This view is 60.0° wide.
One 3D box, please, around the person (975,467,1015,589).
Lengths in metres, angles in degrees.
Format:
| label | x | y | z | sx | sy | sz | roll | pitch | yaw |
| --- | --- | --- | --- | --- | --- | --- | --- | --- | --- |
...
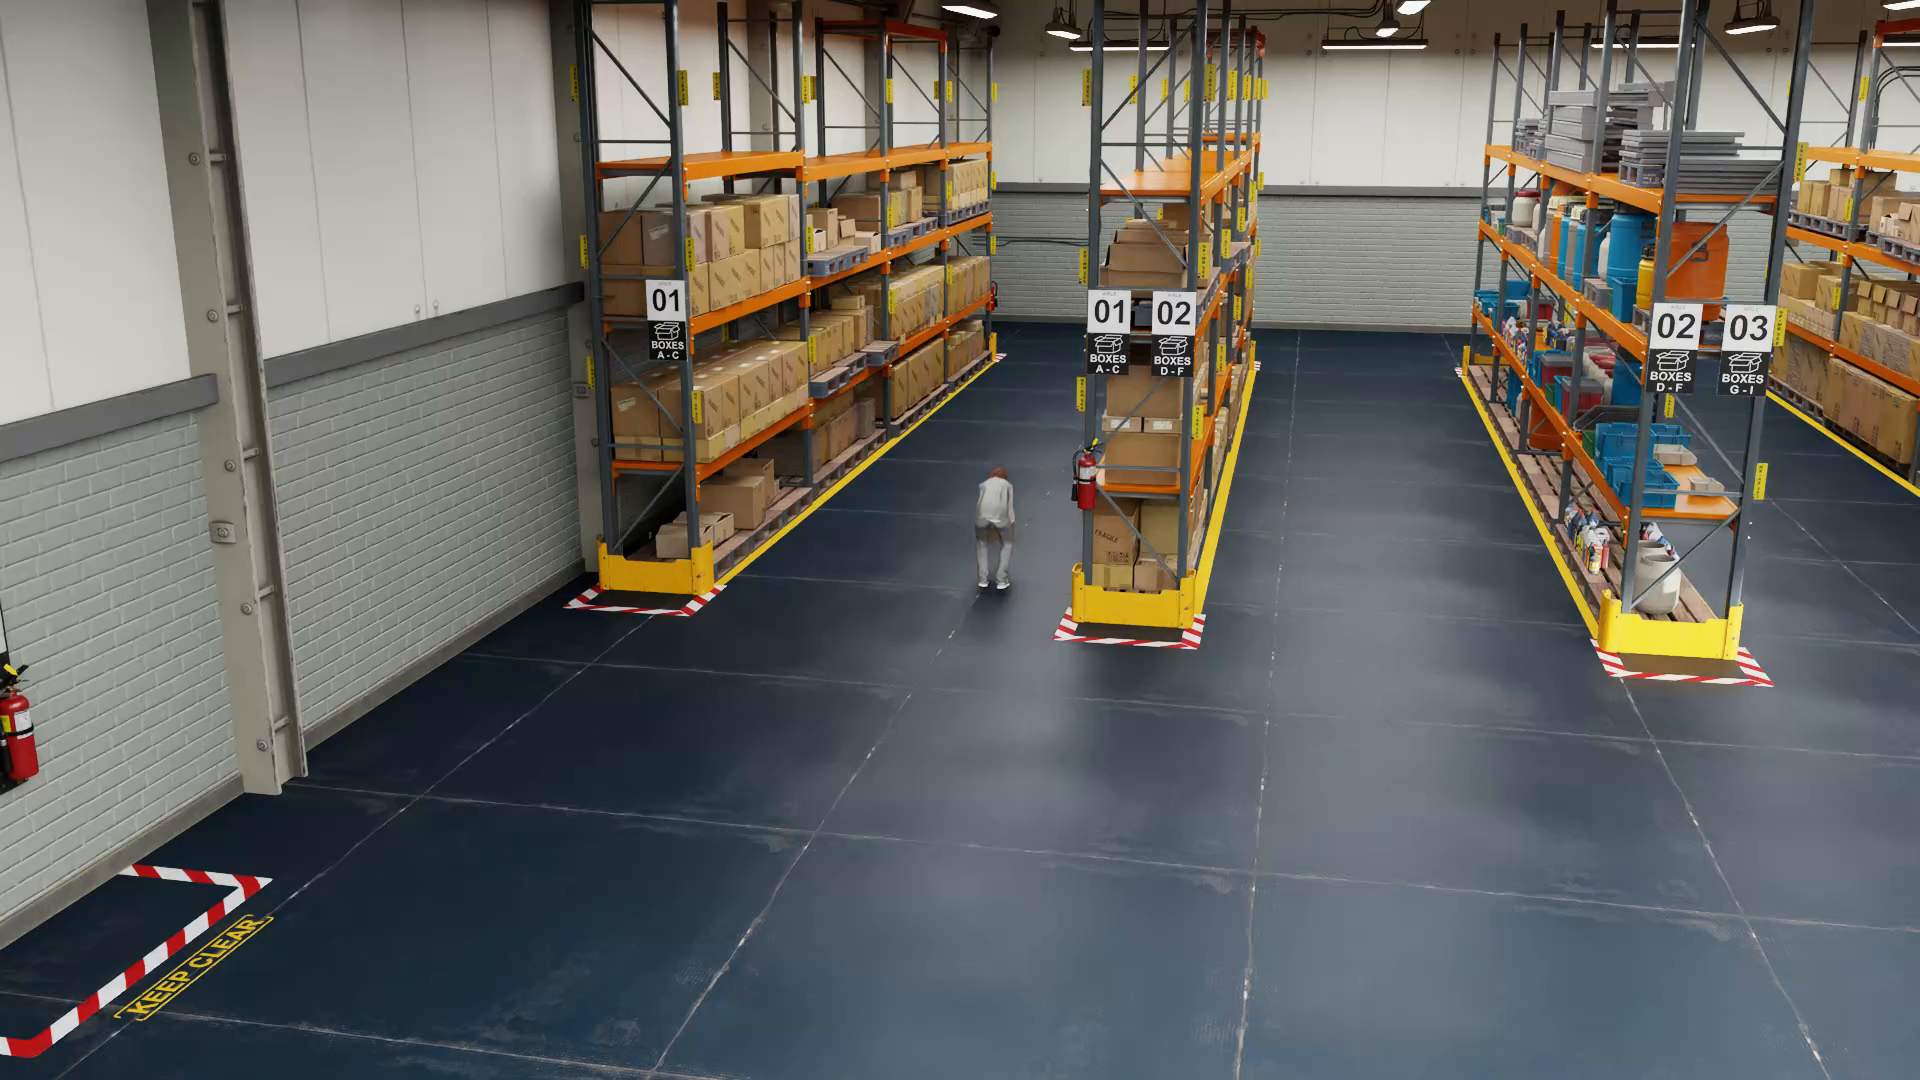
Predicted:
| label | x | y | z | sx | sy | sz | roll | pitch | yaw |
| --- | --- | --- | --- | --- | --- | --- | --- | --- | --- |
| person | 0.374 | -0.120 | 17.335 | 0.391 | 1.162 | 0.829 | 2 | 15 | 9 |
